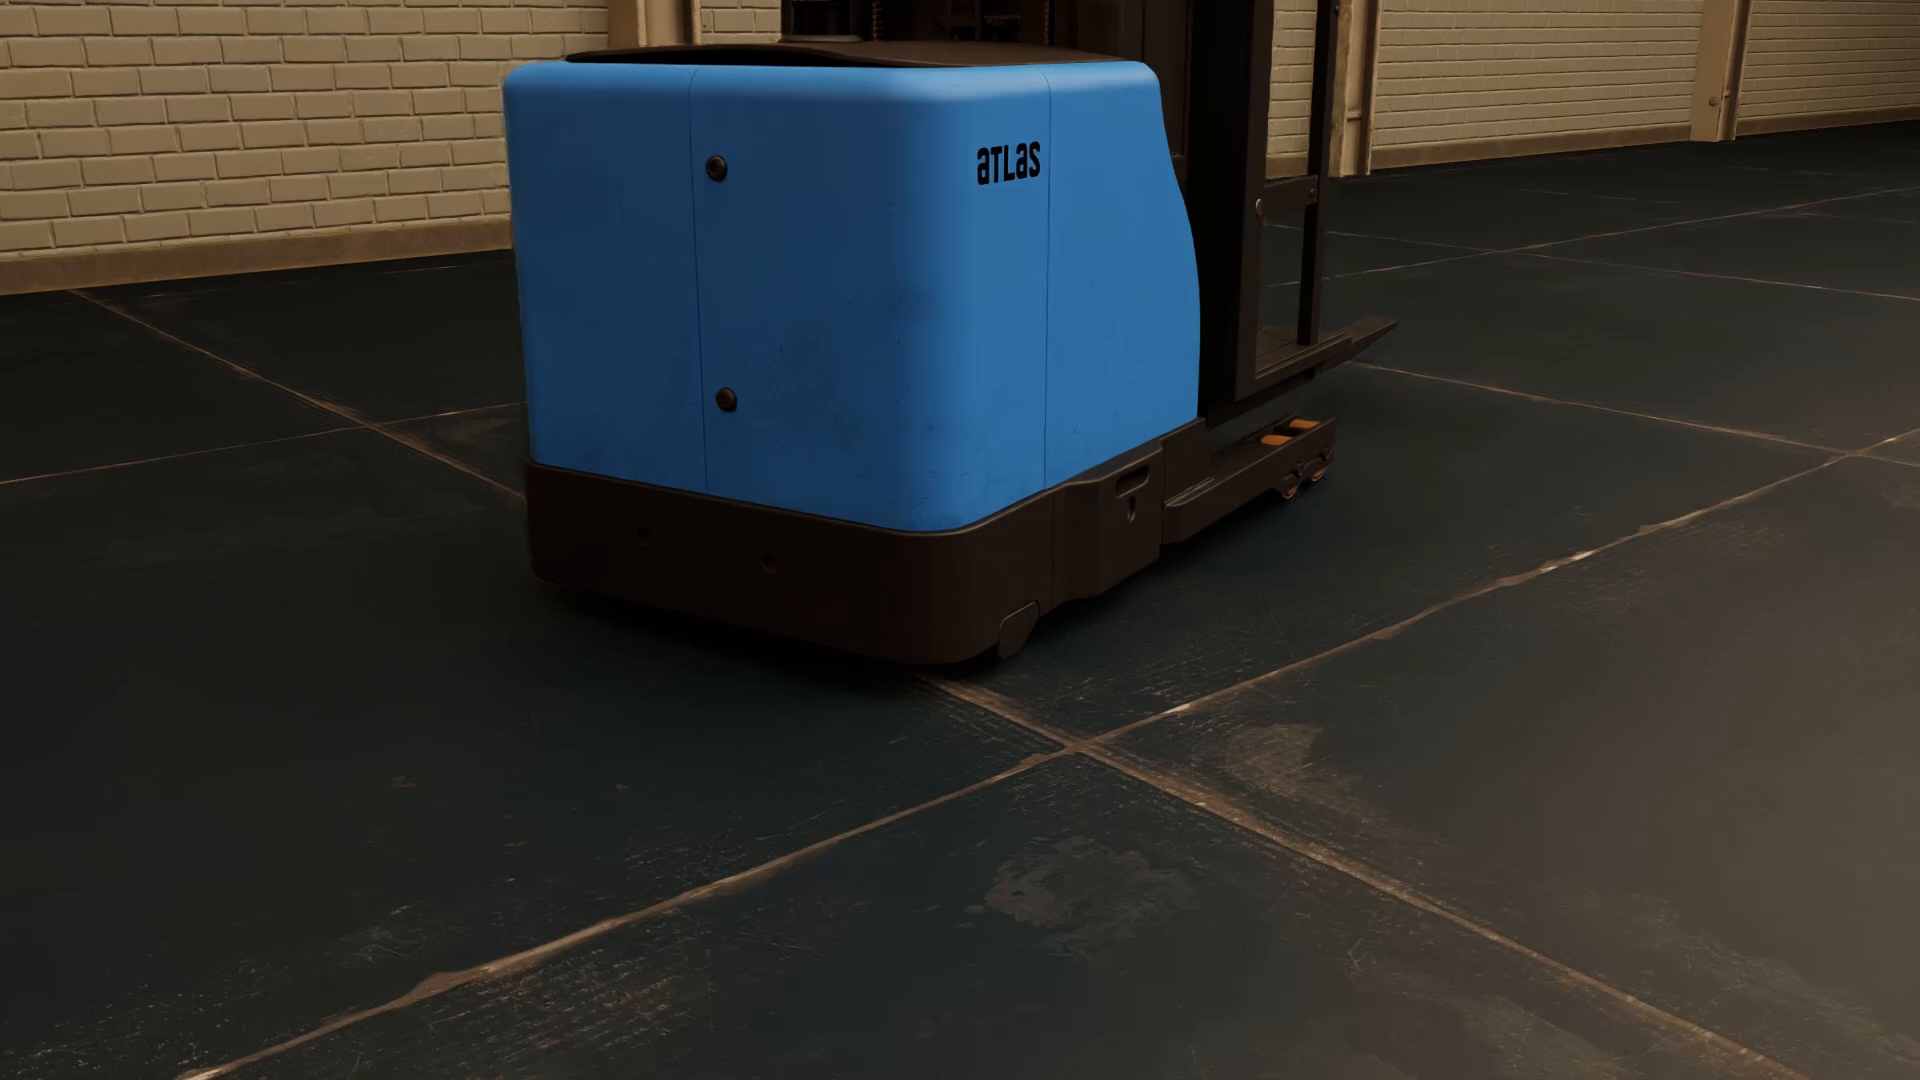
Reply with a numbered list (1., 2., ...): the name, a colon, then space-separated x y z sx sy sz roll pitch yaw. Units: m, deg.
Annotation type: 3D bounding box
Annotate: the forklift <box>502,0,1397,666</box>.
1. forklift: 0.326 -1.565 3.941 1.130 2.935 3.031 10 20 30
